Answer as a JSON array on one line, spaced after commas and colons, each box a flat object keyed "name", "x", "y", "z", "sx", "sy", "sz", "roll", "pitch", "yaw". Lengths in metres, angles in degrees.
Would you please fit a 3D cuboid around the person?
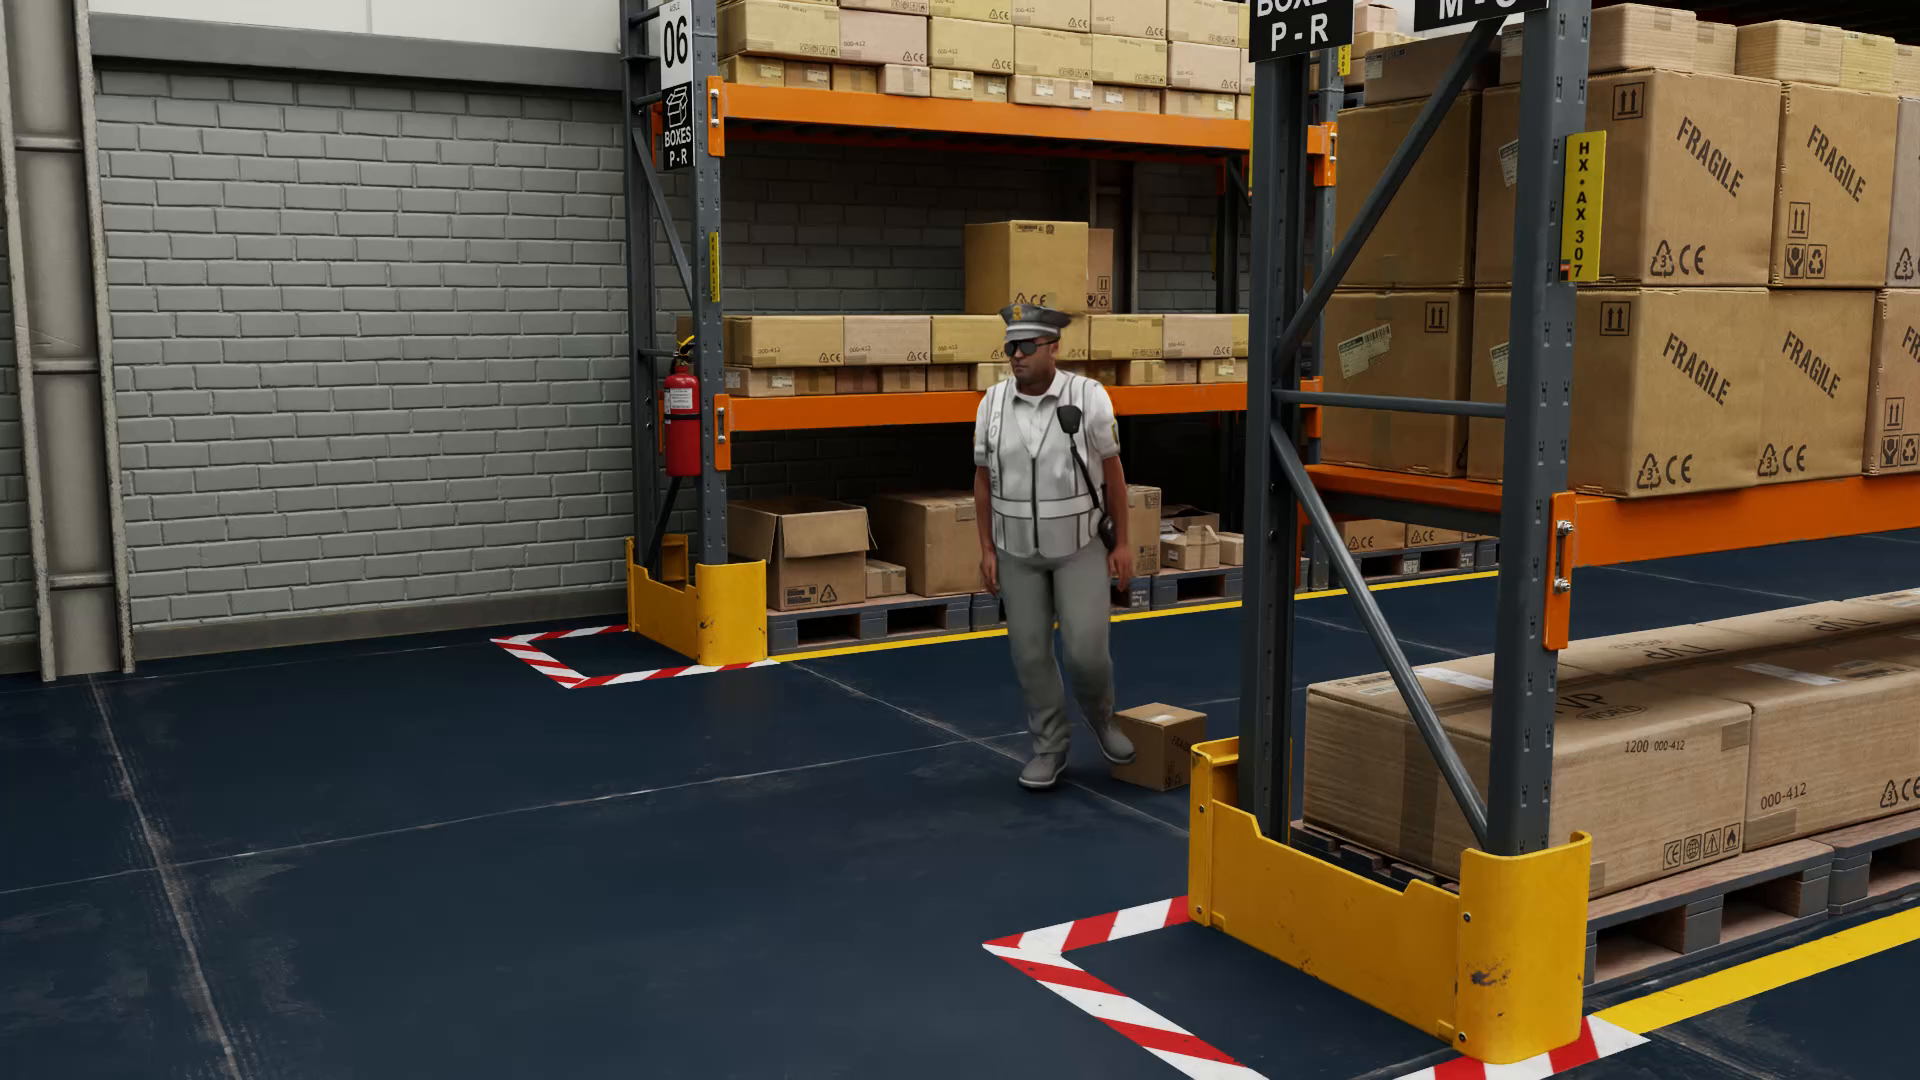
[{"name": "person", "x": 0.347, "y": 0.021, "z": 6.054, "sx": 0.595, "sy": 1.751, "sz": 0.507, "roll": 3, "pitch": 9, "yaw": 19}]
